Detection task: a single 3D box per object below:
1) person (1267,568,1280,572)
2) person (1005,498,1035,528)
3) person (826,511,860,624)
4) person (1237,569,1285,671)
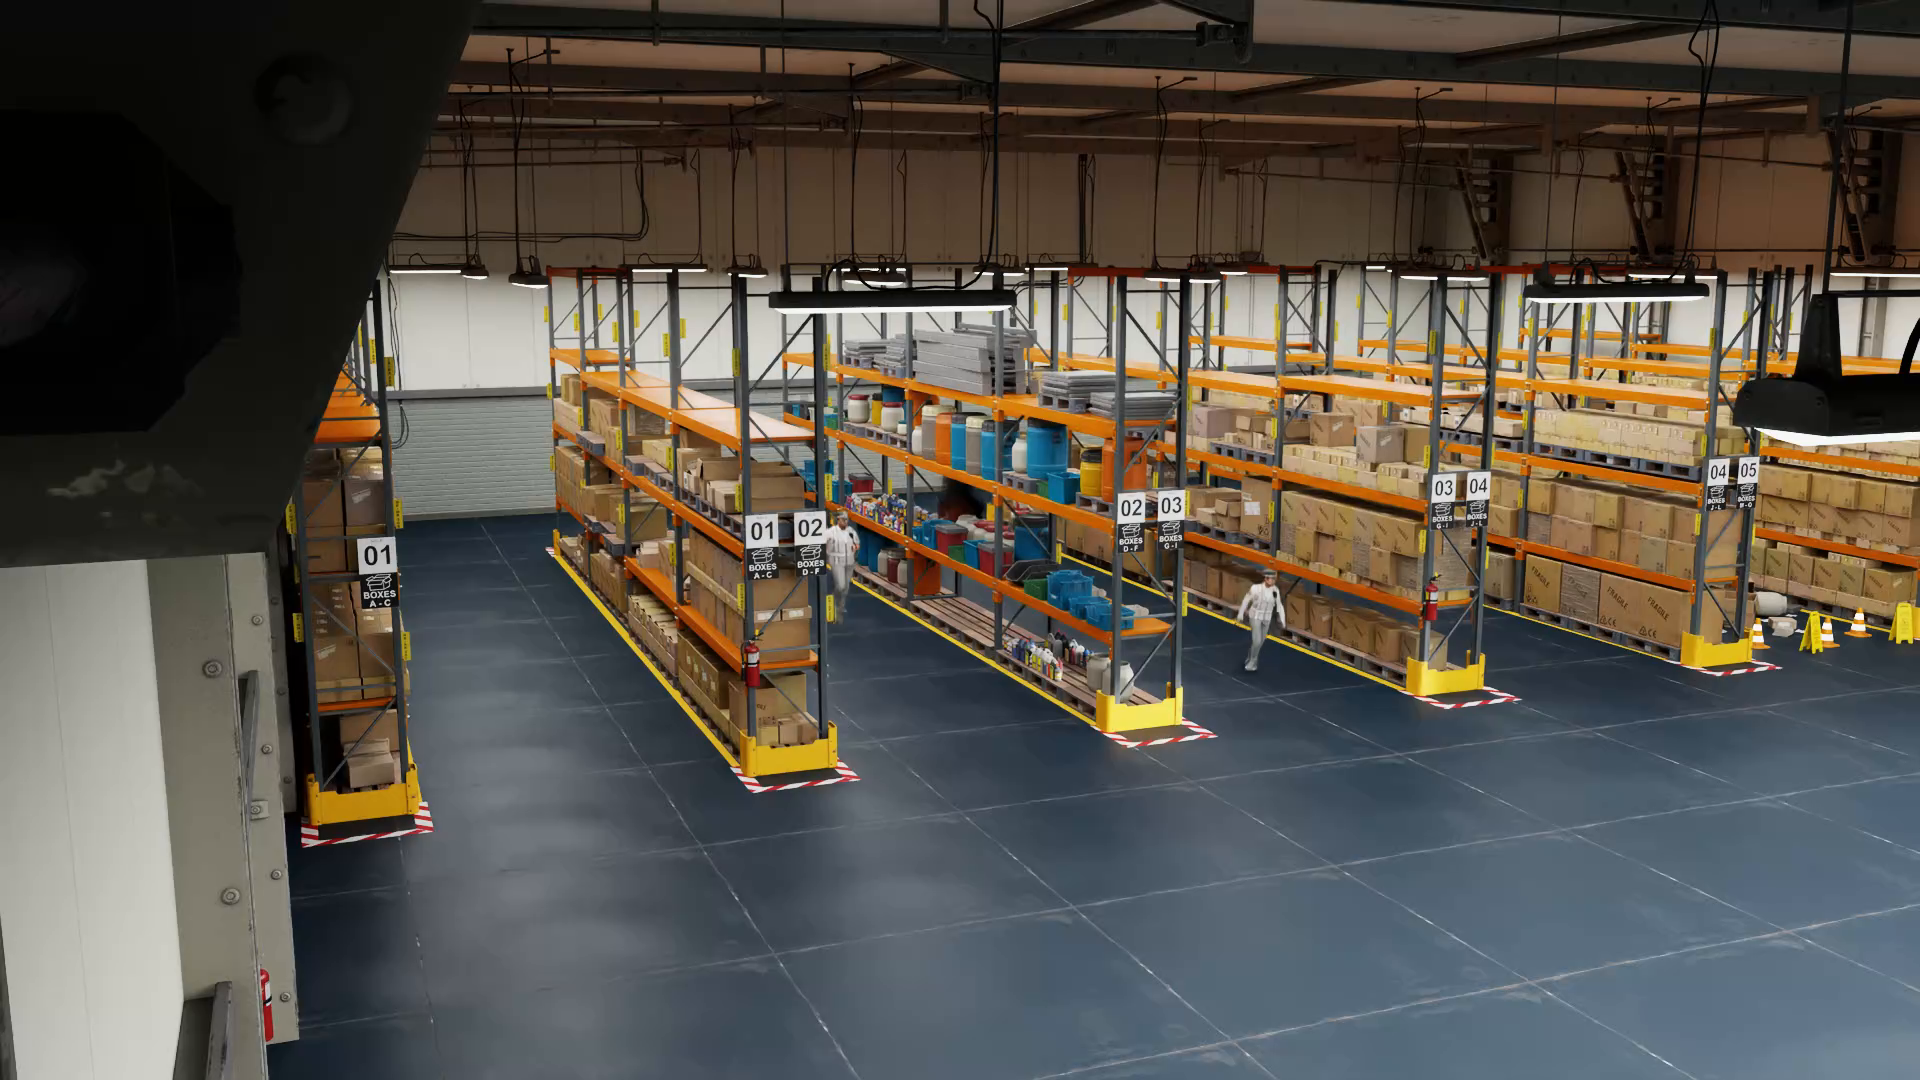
[{"bbox_3d":[6.009,0.126,31.252,0.615,1.680,0.739,-2,10,-12],"label":"person"},{"bbox_3d":[1.235,-0.509,34.636,0.679,1.735,0.676,-6,12,-32],"label":"person"},{"bbox_3d":[-1.944,0.442,27.509,0.648,1.882,0.706,-5,11,-28],"label":"person"},{"bbox_3d":[4.556,1.203,25.053,0.590,1.604,0.691,-3,10,-19],"label":"person"}]
